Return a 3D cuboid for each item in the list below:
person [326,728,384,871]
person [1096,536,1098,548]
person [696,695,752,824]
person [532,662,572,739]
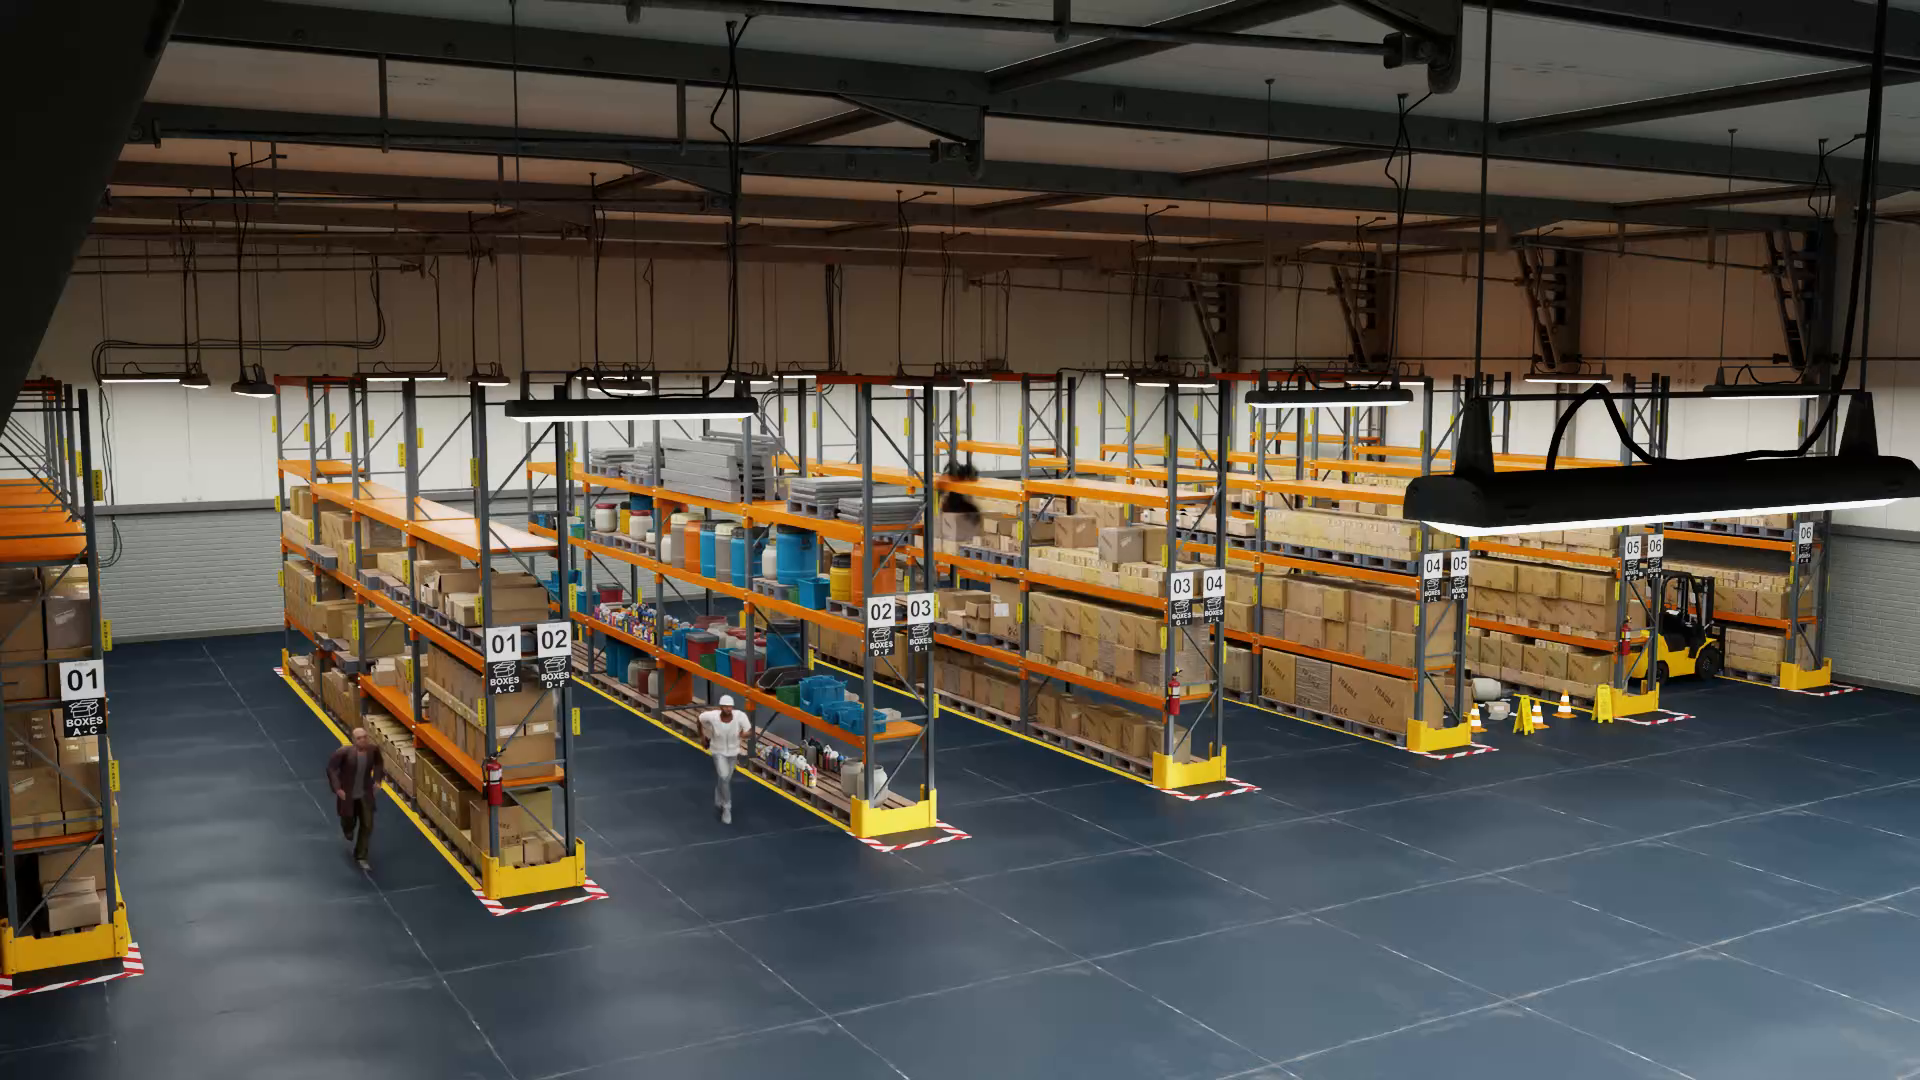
[{"bbox_3d":[-7.602,3.205,20.933,0.719,1.771,0.985,-4,7,-33],"label":"person"},{"bbox_3d":[3.767,0.652,44.781,0.627,1.605,0.618,2,6,15],"label":"person"},{"bbox_3d":[-3.258,2.971,22.975,0.691,1.772,0.961,-3,7,-25],"label":"person"},{"bbox_3d":[-6.829,2.400,27.948,0.642,1.837,0.799,-6,9,-44],"label":"person"}]
